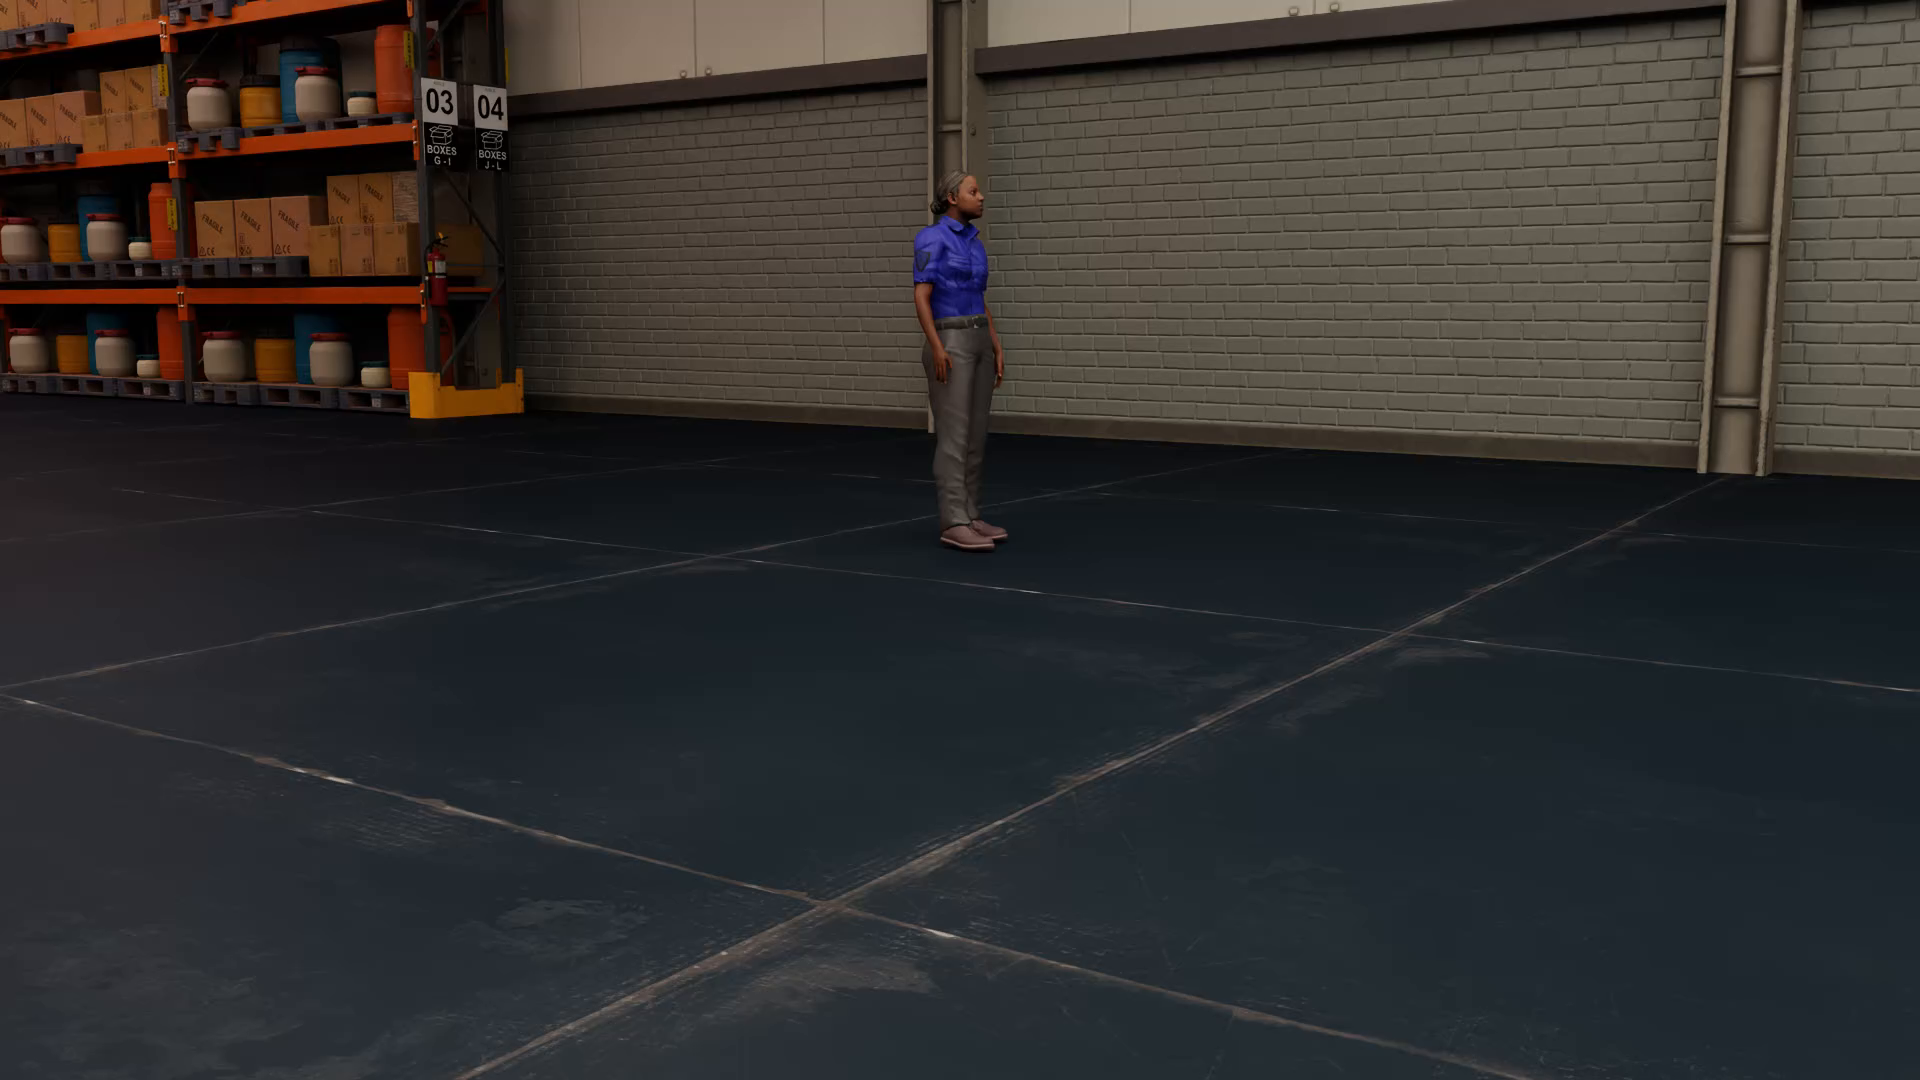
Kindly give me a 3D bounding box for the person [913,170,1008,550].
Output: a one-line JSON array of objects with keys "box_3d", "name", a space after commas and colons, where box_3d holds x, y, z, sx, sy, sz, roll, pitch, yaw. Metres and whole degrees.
[{"box_3d": [0.061, -0.817, 7.421, 0.504, 1.654, 0.569, 5, 10, 34], "name": "person"}]
